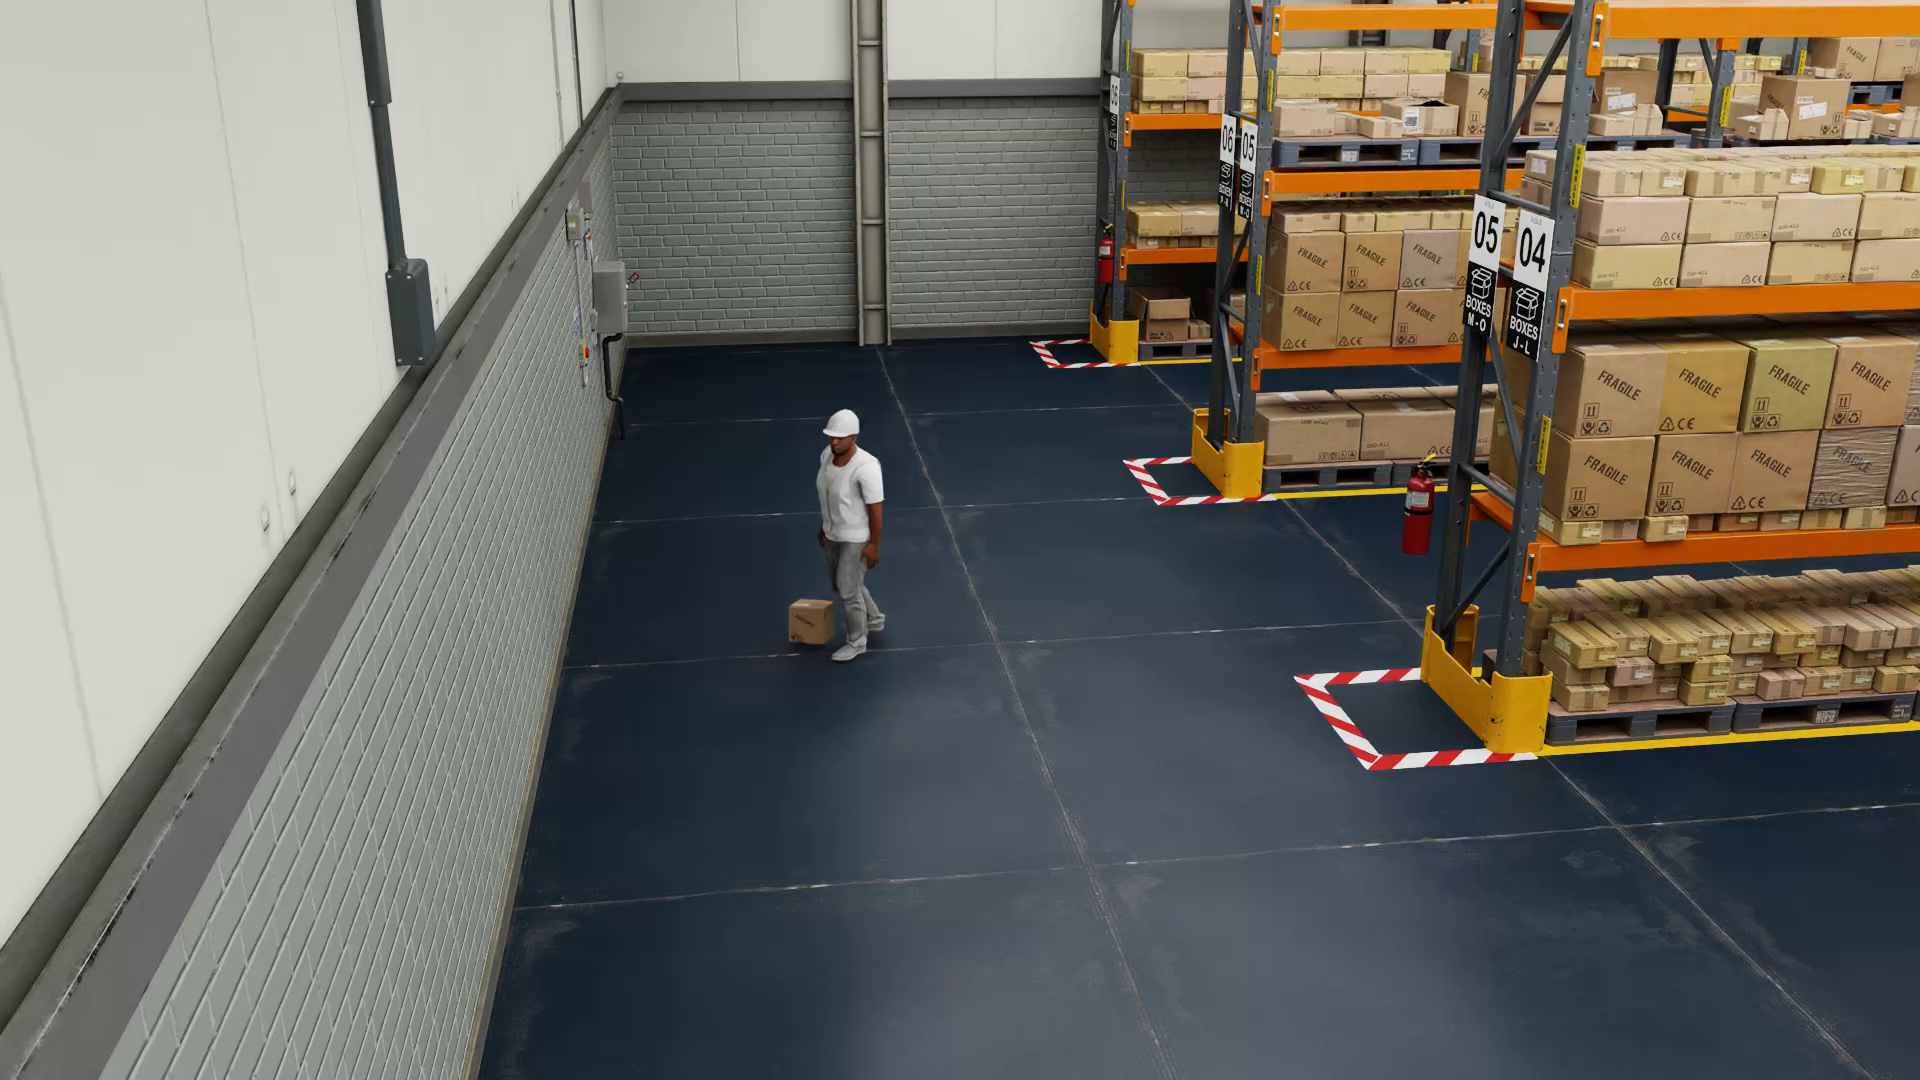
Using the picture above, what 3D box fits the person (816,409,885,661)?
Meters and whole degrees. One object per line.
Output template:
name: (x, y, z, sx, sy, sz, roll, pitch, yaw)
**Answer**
person: (-0.695, -0.052, 11.190, 0.571, 1.749, 0.594, -16, 25, -37)
